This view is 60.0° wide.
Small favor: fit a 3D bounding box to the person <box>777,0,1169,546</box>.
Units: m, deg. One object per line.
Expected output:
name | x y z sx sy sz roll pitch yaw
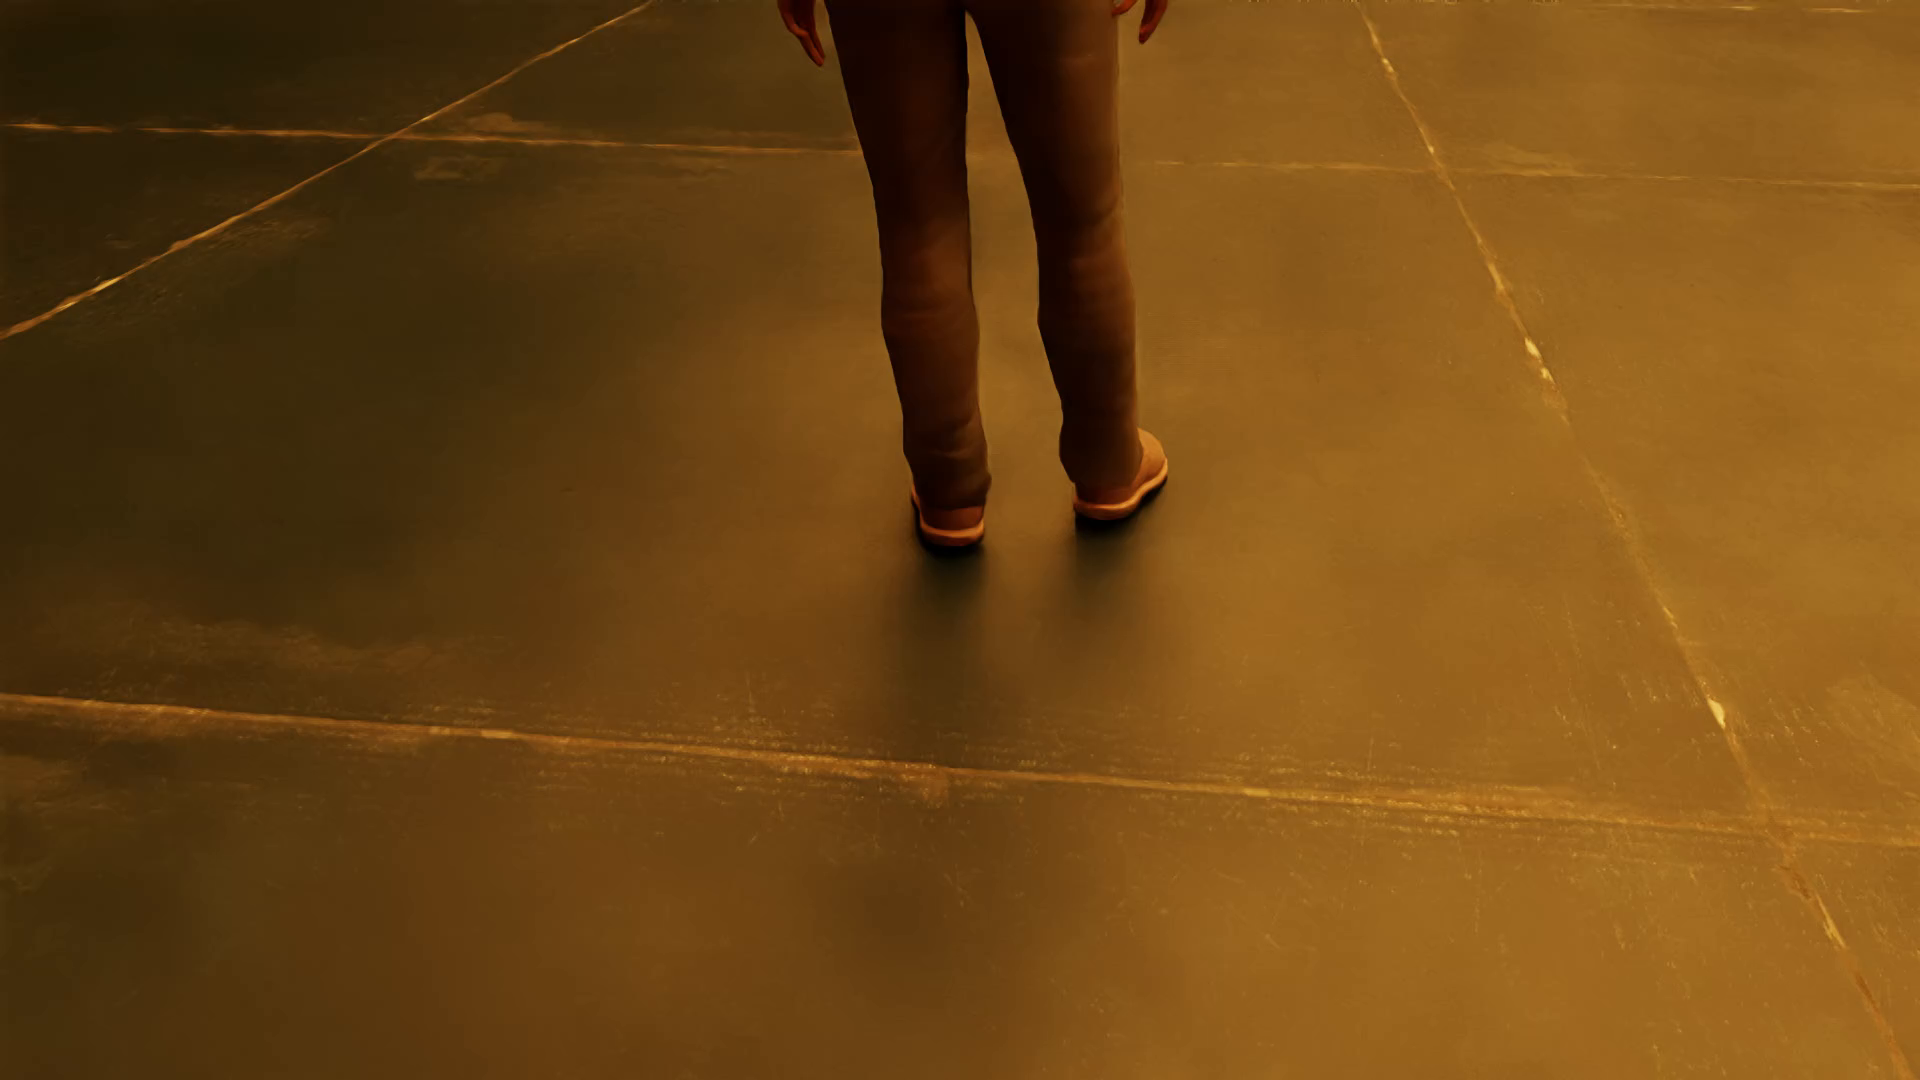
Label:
person | 0.031 -0.784 2.203 0.570 1.654 0.503 3 27 7
